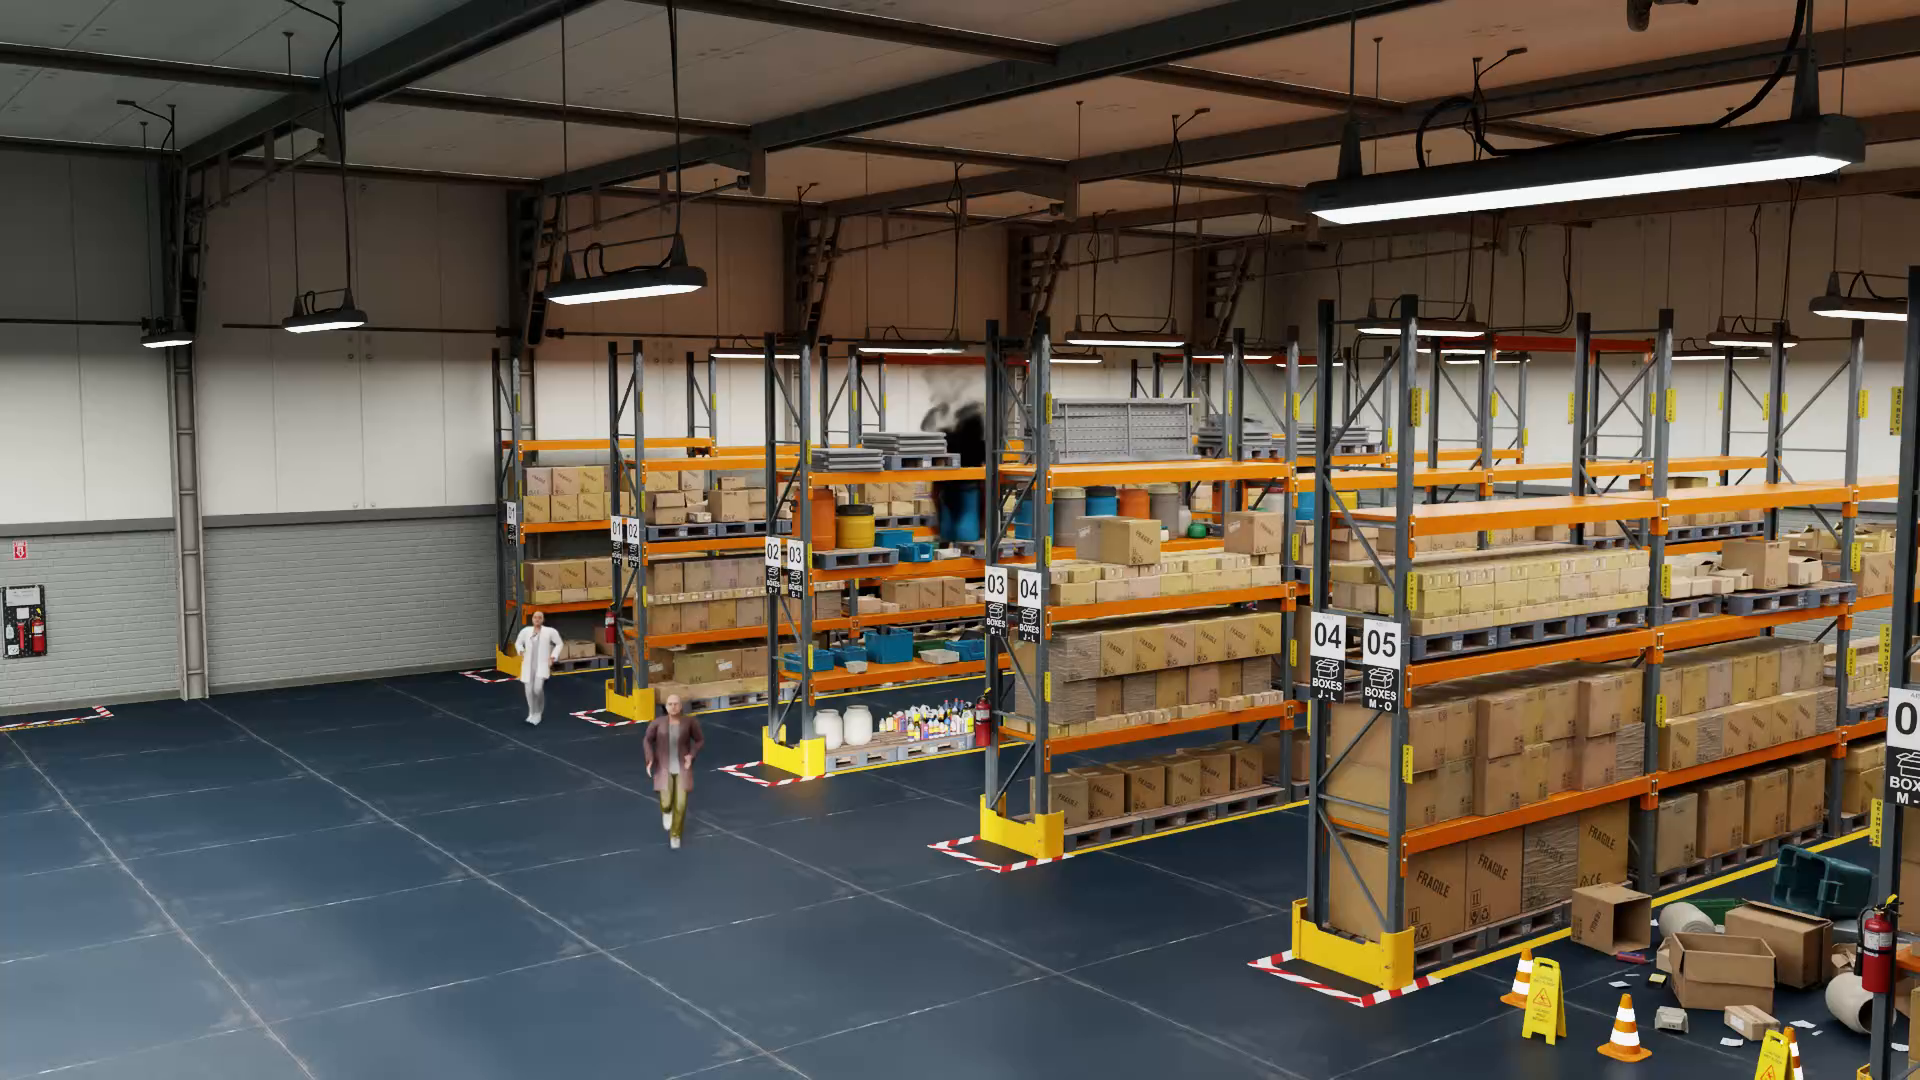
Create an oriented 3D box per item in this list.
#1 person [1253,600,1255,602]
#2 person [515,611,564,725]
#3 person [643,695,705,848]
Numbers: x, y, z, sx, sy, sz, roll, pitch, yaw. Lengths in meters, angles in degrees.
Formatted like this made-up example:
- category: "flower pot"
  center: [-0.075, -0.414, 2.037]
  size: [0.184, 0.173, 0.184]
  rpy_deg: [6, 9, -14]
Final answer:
- category: "person"
  center: [5.913, 1.418, 32.572]
  size: [0.652, 1.714, 0.969]
  rpy_deg: [4, 7, 42]
- category: "person"
  center: [-6.632, 2.004, 26.038]
  size: [0.718, 1.776, 0.630]
  rpy_deg: [0, 5, 3]
- category: "person"
  center: [-3.278, 2.635, 19.085]
  size: [0.709, 1.737, 0.640]
  rpy_deg: [-1, 5, -8]
